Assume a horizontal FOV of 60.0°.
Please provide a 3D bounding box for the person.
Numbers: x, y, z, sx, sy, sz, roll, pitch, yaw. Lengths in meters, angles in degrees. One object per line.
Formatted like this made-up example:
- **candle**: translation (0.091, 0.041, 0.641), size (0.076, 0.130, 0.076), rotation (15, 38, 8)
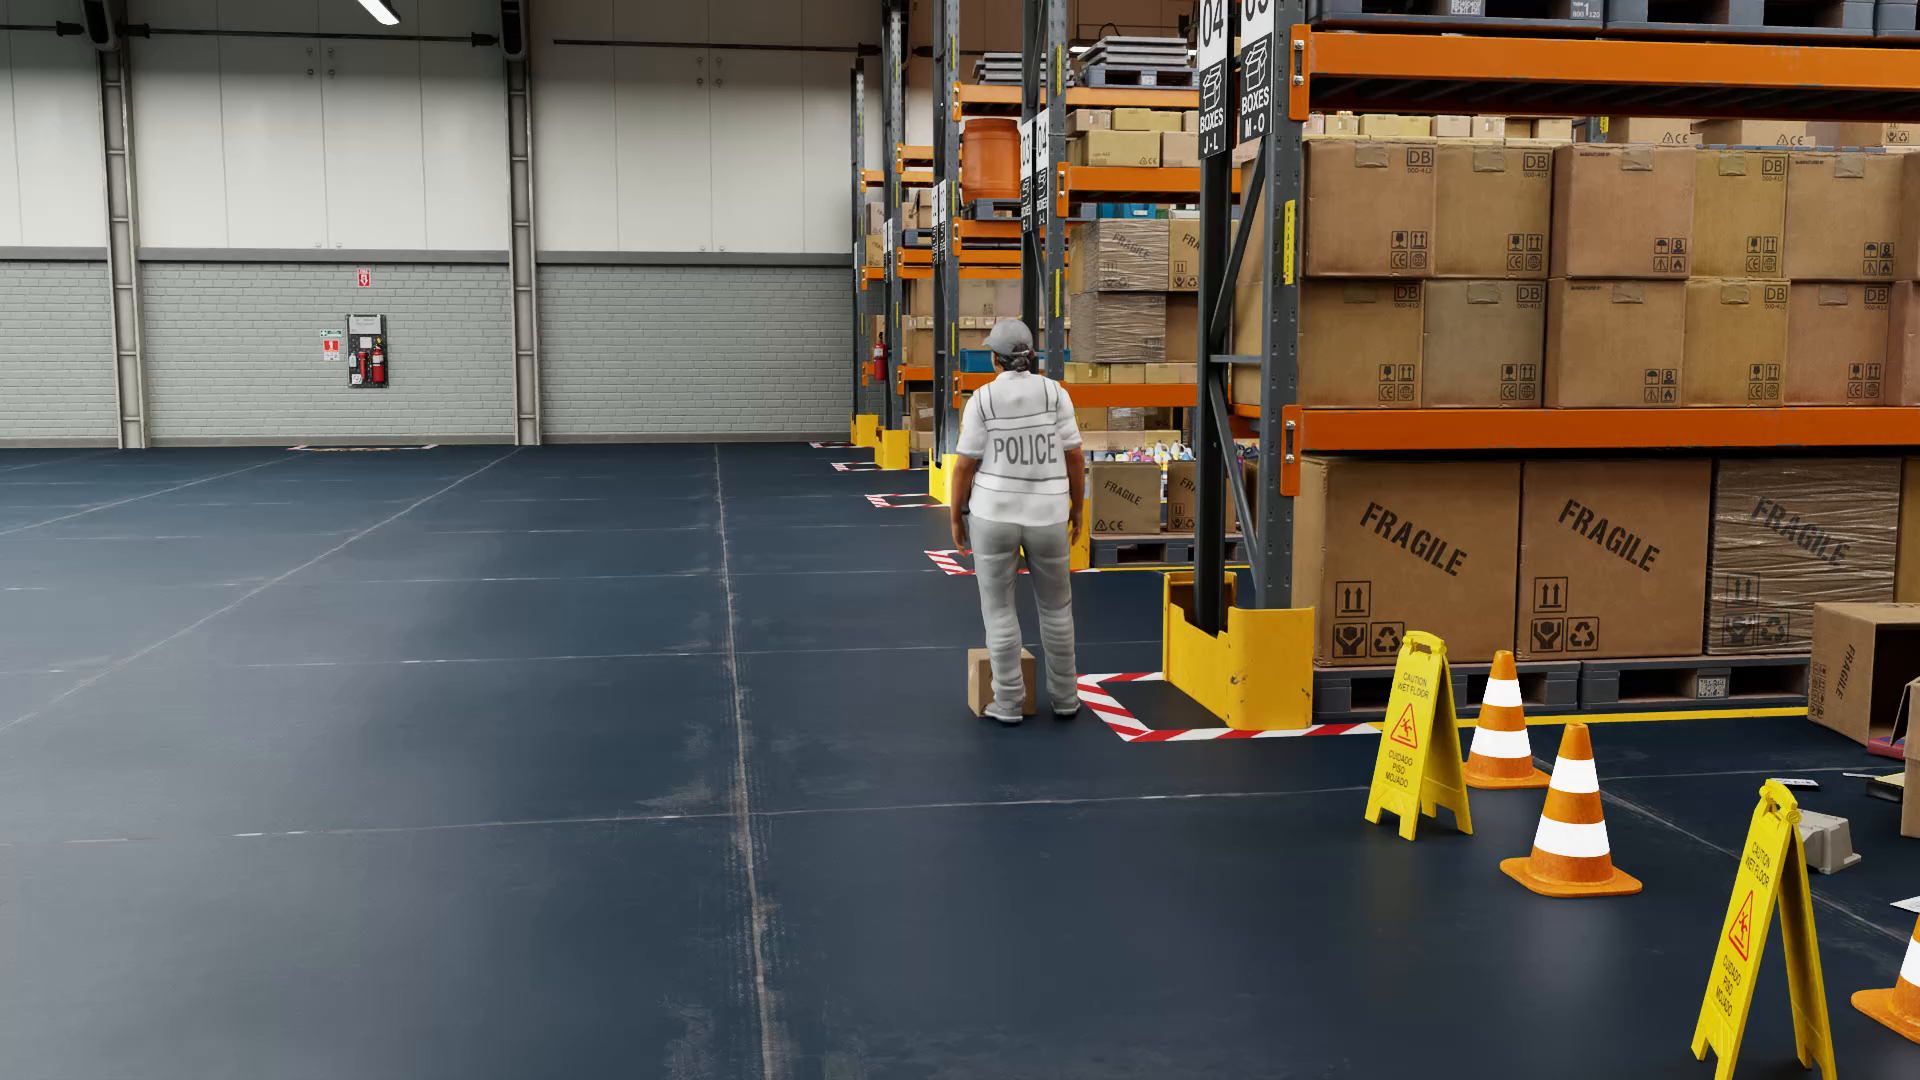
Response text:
- **person**: translation (0.247, -0.078, 6.913), size (0.598, 1.670, 0.529), rotation (-1, 7, -7)
